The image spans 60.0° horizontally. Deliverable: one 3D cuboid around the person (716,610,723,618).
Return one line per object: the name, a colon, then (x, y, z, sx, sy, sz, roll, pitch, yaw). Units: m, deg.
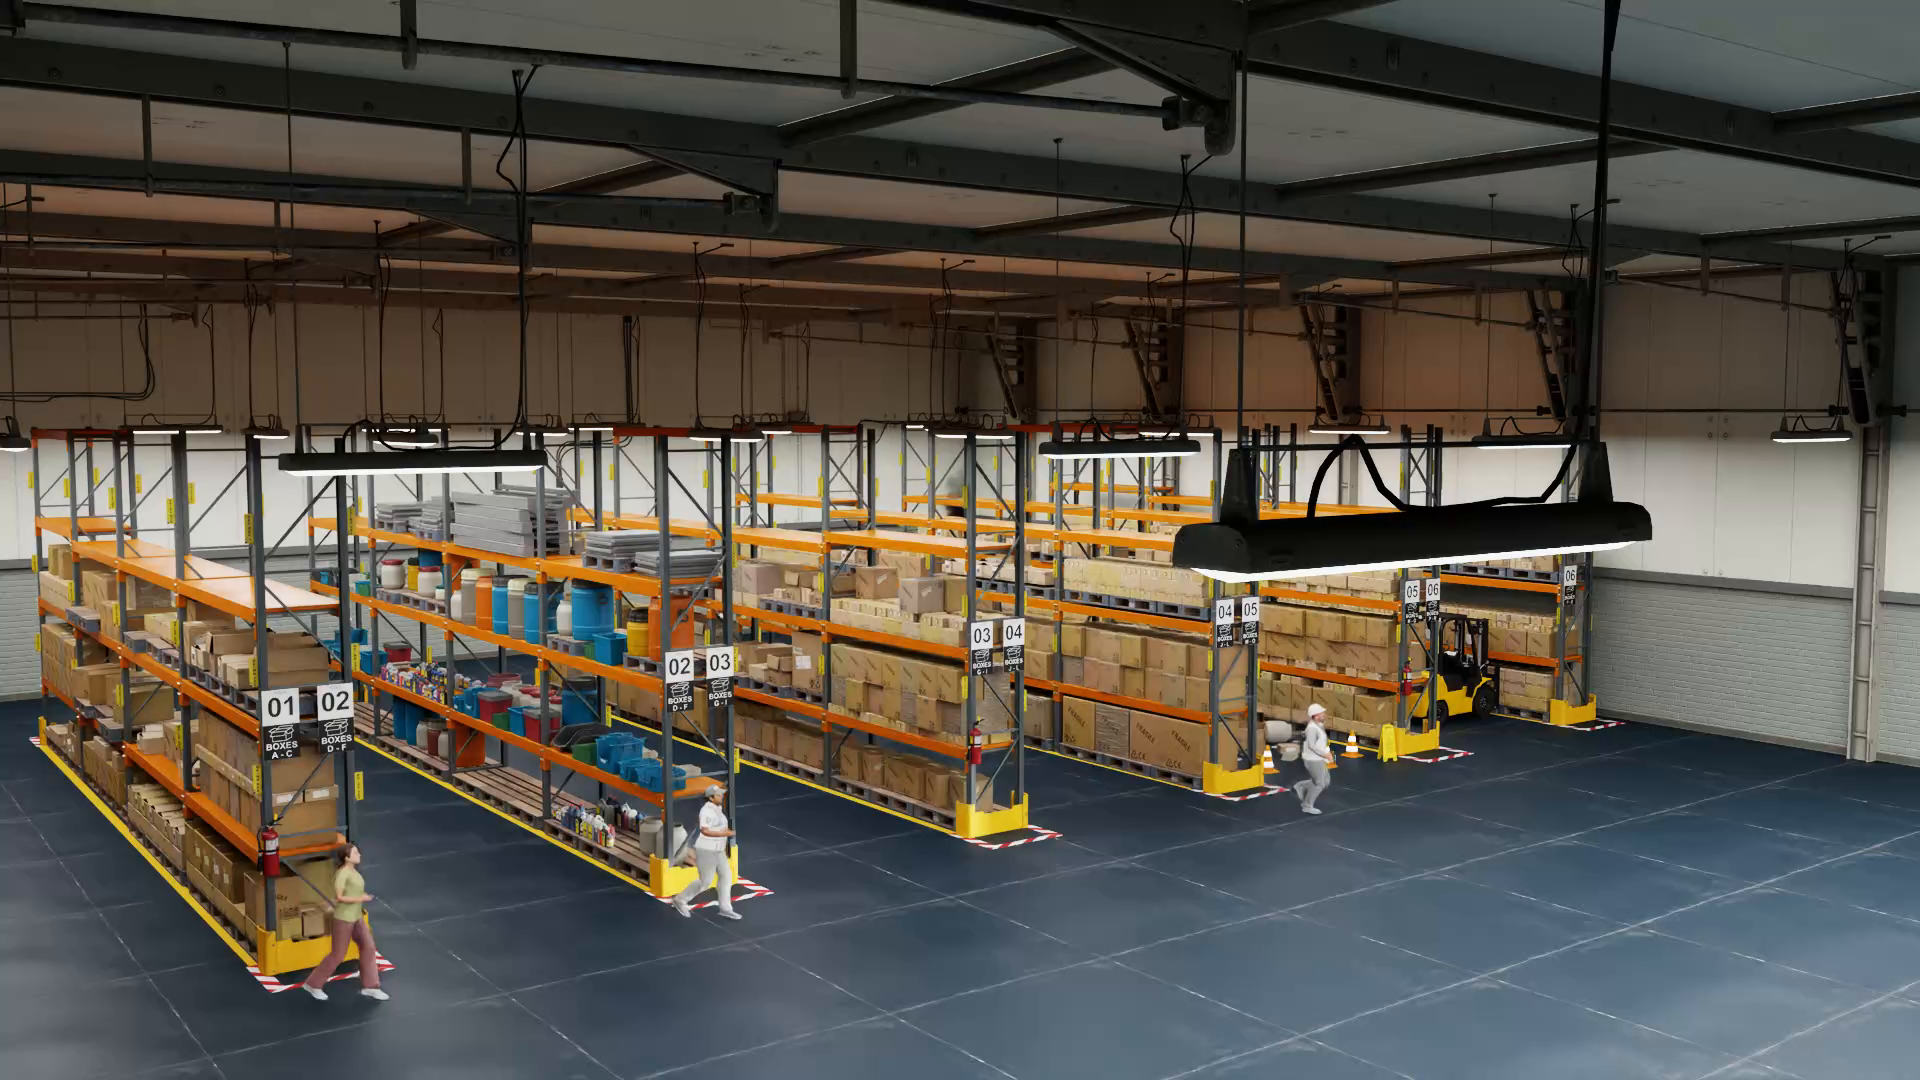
person: (-5.982, 2.349, 41.170, 0.515, 1.546, 0.579, -4, 6, -42)

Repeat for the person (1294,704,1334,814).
person: (5.582, 3.423, 26.102, 0.607, 1.726, 0.666, 2, 5, 20)

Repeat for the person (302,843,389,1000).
person: (-6.566, 4.105, 17.822, 0.893, 1.626, 0.603, 0, 4, -4)

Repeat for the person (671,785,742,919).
person: (-3.134, 3.881, 20.702, 0.856, 1.678, 0.615, 0, 4, 4)
